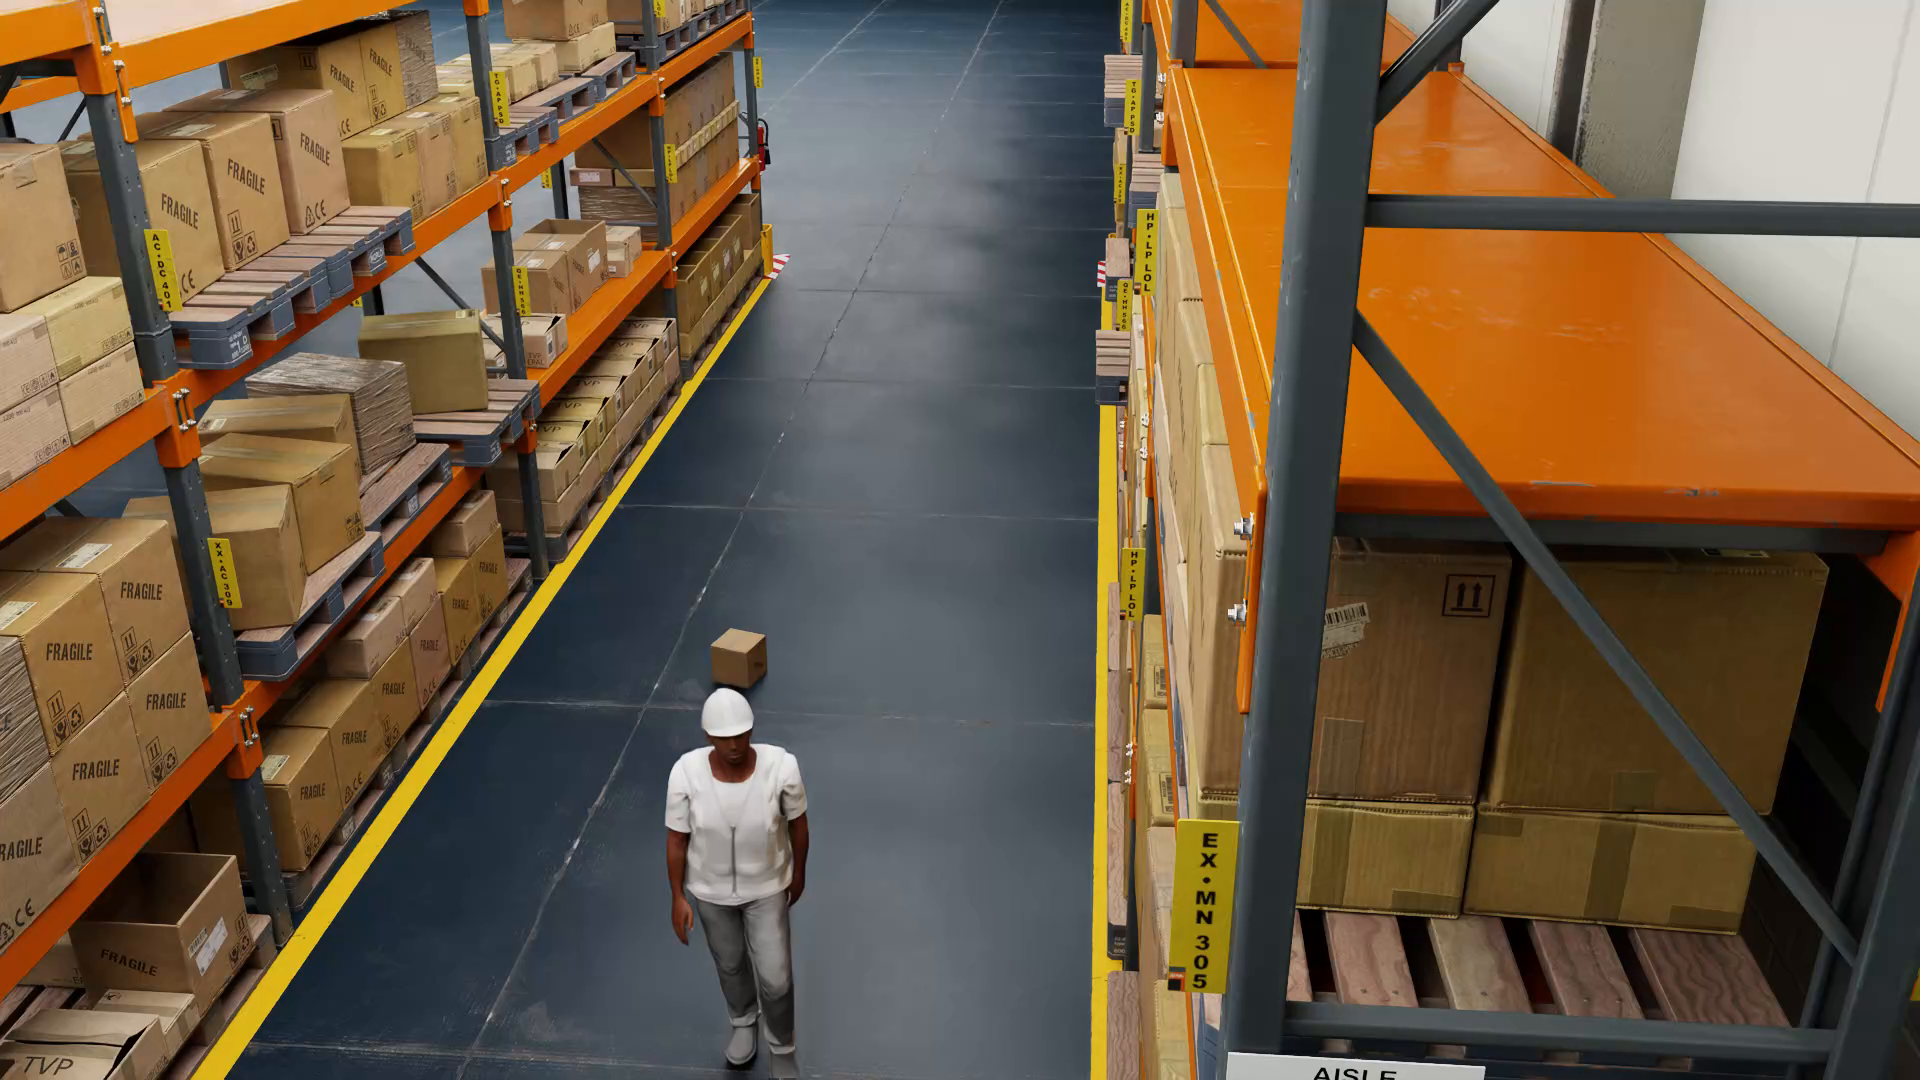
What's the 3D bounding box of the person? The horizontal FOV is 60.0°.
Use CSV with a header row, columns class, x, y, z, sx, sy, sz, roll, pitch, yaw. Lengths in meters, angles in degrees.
class,x,y,z,sx,sy,sz,roll,pitch,yaw
person,-0.904,1.446,6.793,0.567,1.812,0.497,0,24,0
